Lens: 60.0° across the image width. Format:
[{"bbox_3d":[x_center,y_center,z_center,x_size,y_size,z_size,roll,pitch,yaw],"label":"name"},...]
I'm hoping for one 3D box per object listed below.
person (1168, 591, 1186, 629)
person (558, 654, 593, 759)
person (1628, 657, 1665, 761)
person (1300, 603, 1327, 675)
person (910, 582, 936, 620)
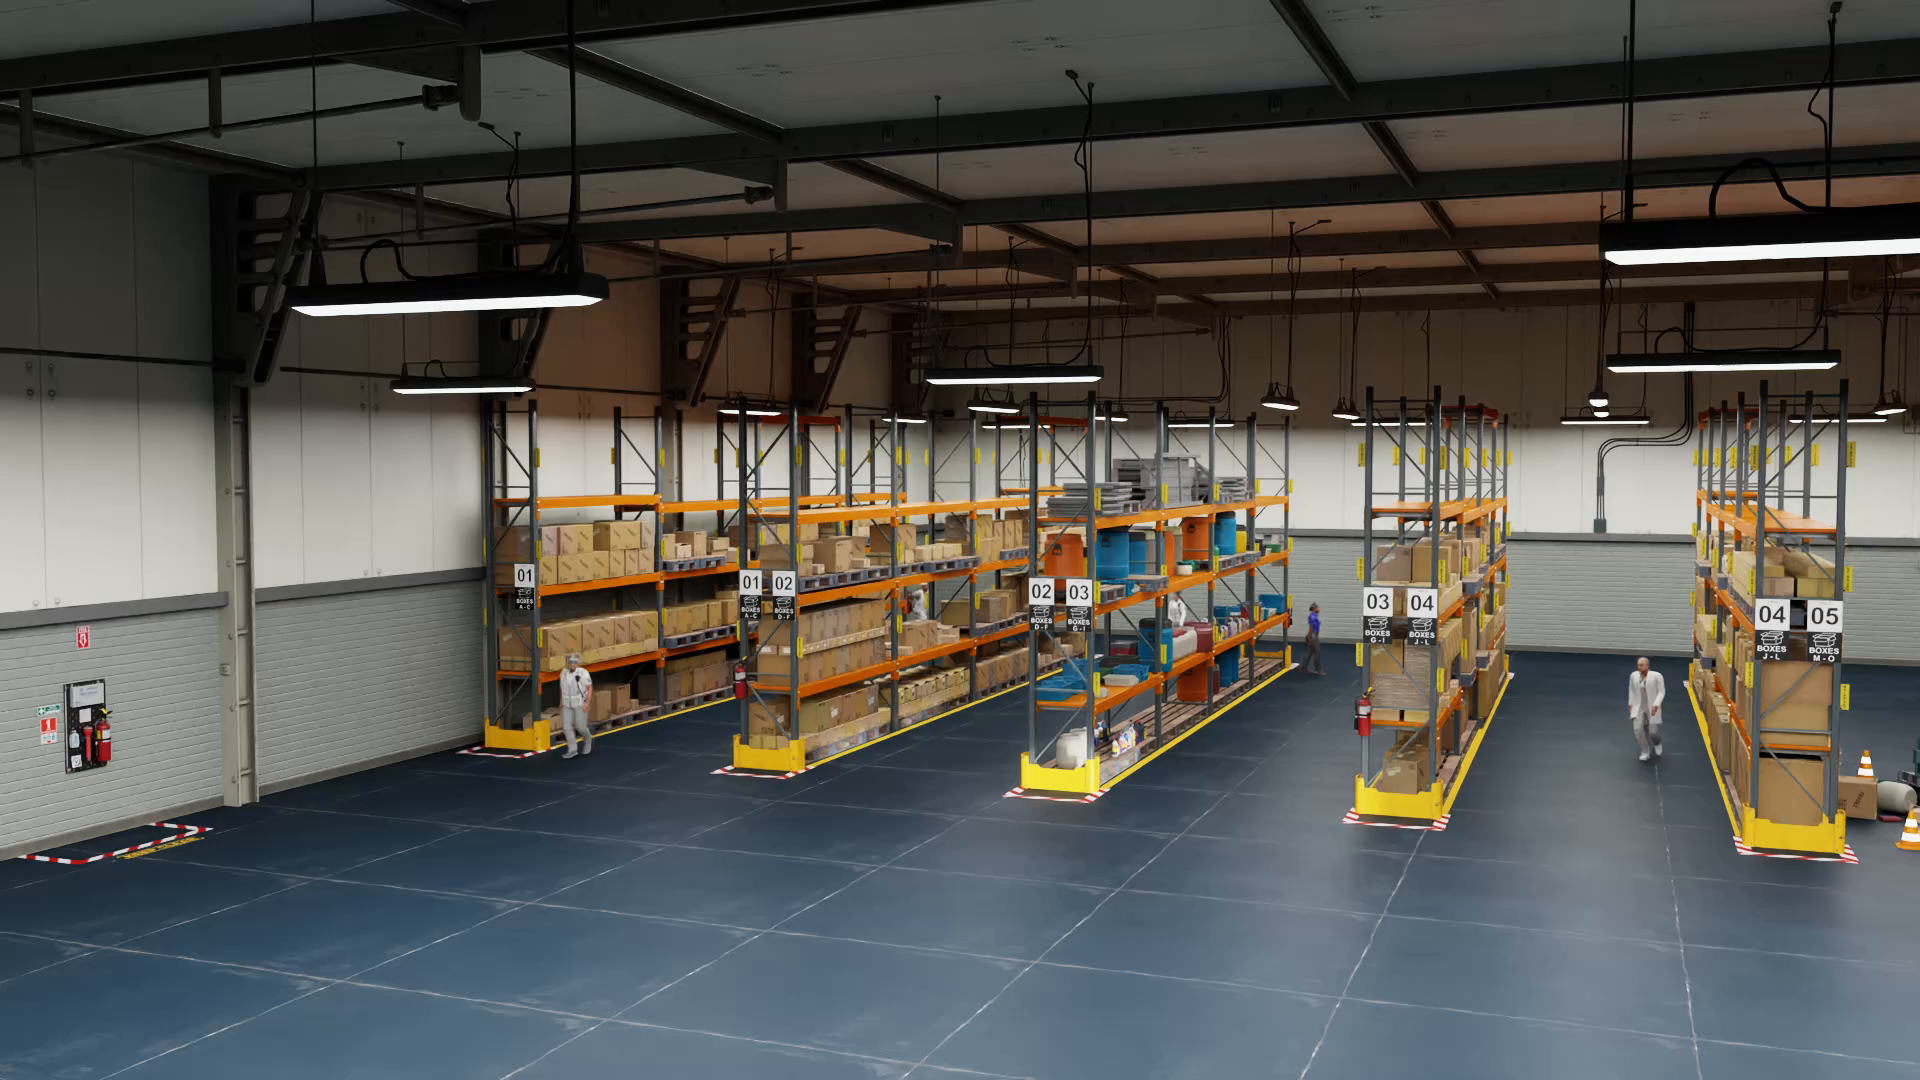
[{"bbox_3d":[5.501,2.074,42.301,0.504,1.613,1.038,1,3,16],"label":"person"},{"bbox_3d":[-6.436,2.759,27.915,0.596,1.755,0.587,1,3,11],"label":"person"},{"bbox_3d":[11.461,2.793,27.762,0.620,1.695,0.848,2,3,36],"label":"person"},{"bbox_3d":[8.193,2.299,38.470,0.610,1.690,0.492,0,3,6],"label":"person"},{"bbox_3d":[-1.043,1.962,44.414,0.908,1.794,0.583,1,3,26],"label":"person"}]
